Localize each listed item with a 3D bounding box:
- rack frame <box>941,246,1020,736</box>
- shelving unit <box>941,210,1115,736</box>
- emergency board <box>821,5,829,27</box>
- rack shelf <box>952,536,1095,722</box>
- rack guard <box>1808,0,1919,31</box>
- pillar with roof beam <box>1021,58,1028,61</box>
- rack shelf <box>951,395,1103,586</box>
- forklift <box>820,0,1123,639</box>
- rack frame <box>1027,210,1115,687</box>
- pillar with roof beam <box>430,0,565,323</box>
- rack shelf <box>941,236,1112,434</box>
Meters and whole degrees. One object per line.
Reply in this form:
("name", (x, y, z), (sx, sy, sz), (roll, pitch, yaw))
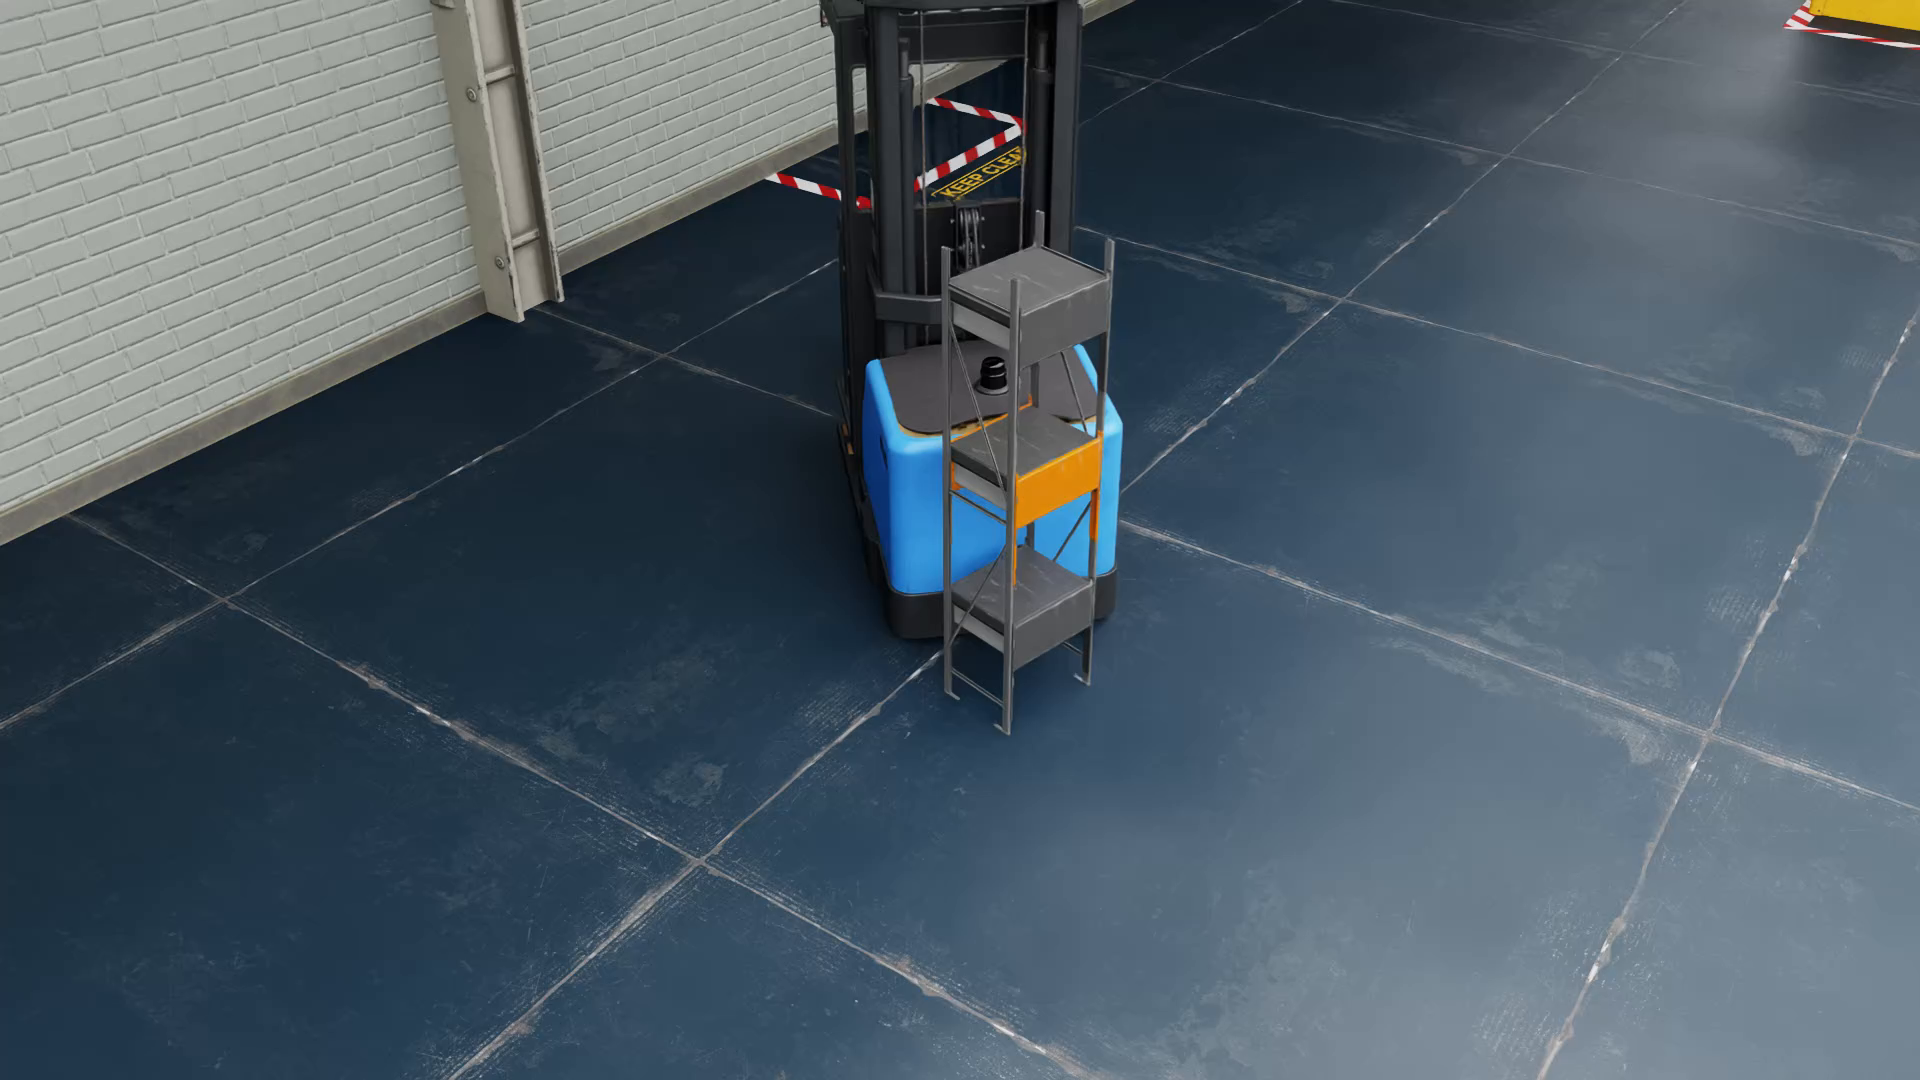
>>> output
("rack frame", (0.072, -0.125, 6.560), (0.015, 2.100, 0.400), (-27, 43, -34))
("shelving unit", (0.251, -0.217, 6.697), (0.503, 2.100, 0.431), (-27, 43, -34))
("emergency board", (-0.750, -4.355, 12.012), (0.194, 1.169, 0.643), (21, 39, 28))
("rack shelf", (0.251, 0.374, 7.097), (0.480, 0.518, 0.431), (-27, 43, -34))
("rack guard", (8.481, -5.015, 15.220), (1.175, 0.500, 0.348), (21, 39, 28))
("pillar with roof beam", (4.228, -6.590, 9.961), (9.100, 9.000, 0.400), (21, 39, 28))
("rack shelf", (0.251, -0.206, 6.705), (0.480, 0.518, 0.431), (-27, 43, -34))
("forklift", (-0.051, -1.586, 7.979), (1.130, 2.935, 3.031), (-6, 34, -8))
("rack frame", (0.430, -0.310, 6.834), (0.015, 2.100, 0.400), (-27, 43, -34))
("pillar with roof beam", (0.806, -3.829, 5.878), (9.100, 9.000, 0.400), (21, 39, 28))
("rack shelf", (0.251, -0.786, 6.313), (0.480, 0.518, 0.431), (-27, 43, -34))
